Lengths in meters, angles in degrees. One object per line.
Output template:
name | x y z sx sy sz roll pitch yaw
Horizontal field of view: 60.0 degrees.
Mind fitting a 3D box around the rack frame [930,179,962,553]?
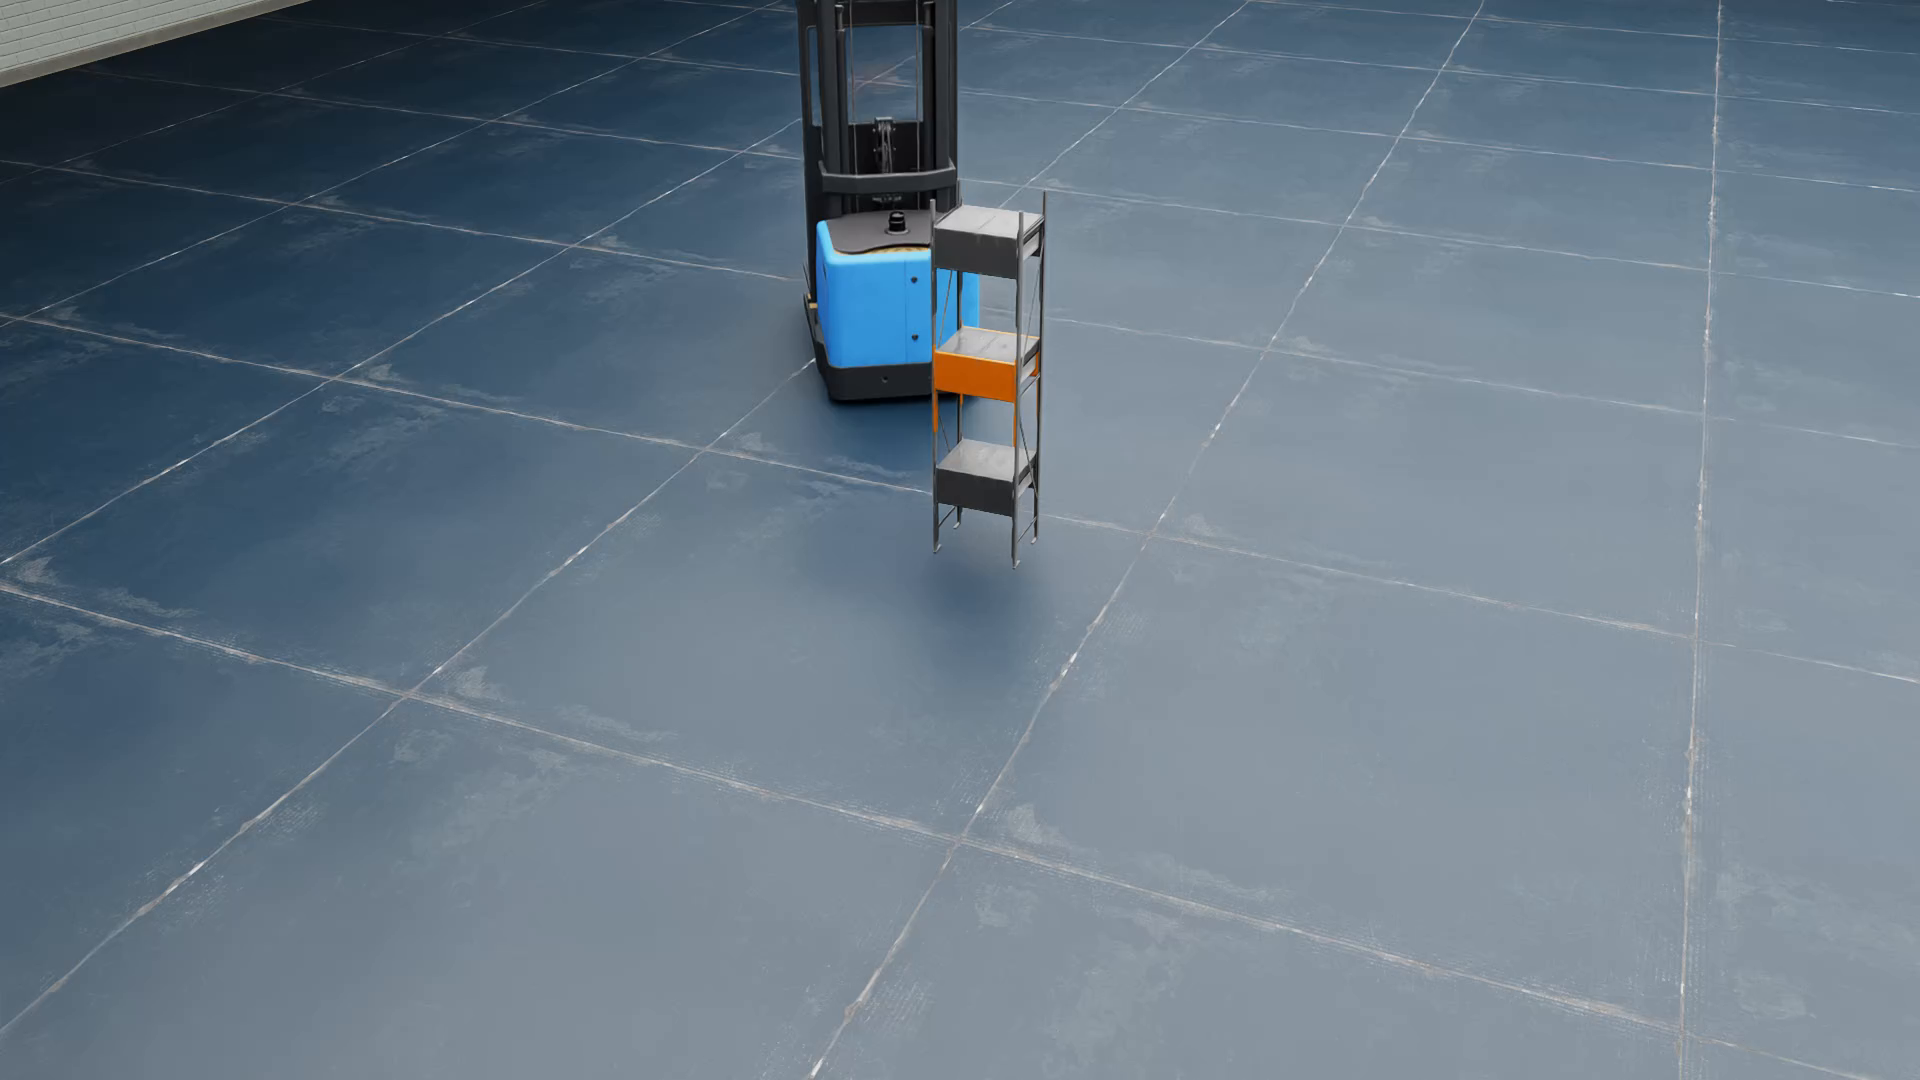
rack frame | -0.073 -0.929 9.259 0.015 2.100 0.400 11 31 19

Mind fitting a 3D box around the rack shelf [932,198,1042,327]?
rack shelf | 0.153 -1.481 8.841 0.480 0.518 0.431 11 31 19

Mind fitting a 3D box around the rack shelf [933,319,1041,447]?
rack shelf | 0.153 -0.872 9.186 0.480 0.518 0.431 11 31 19

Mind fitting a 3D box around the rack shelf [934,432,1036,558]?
rack shelf | 0.153 -0.262 9.530 0.480 0.518 0.431 11 31 19

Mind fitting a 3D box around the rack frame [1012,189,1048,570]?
rack frame | 0.379 -0.838 9.099 0.015 2.100 0.400 11 31 19

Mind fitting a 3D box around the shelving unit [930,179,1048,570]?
shelving unit | 0.153 -0.883 9.179 0.503 2.100 0.431 11 31 19

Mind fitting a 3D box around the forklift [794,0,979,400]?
forklift | -0.600 -2.930 11.954 1.130 2.935 3.031 -5 30 -8
